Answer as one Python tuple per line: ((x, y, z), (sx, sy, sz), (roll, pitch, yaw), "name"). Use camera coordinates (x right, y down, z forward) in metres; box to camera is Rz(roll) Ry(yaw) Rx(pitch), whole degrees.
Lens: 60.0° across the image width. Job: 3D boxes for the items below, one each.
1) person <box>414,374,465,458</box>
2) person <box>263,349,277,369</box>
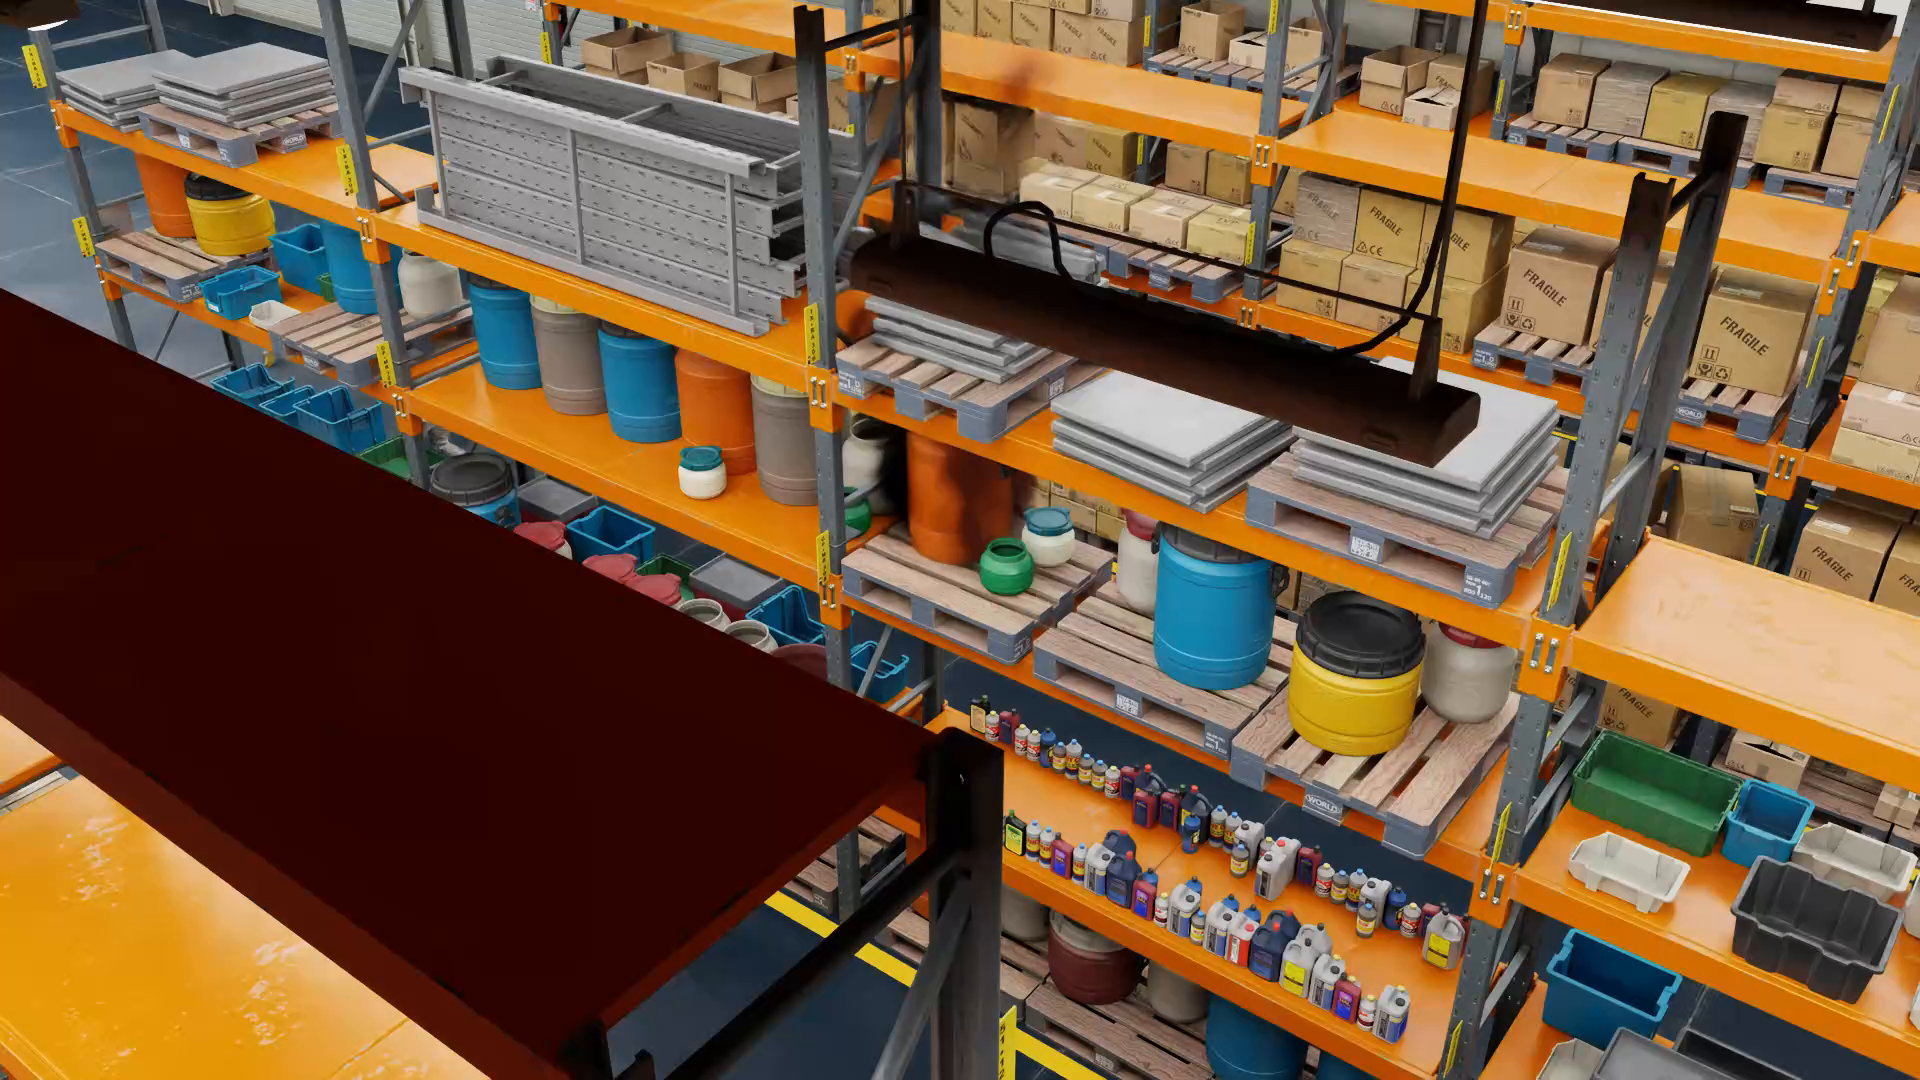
((-4.965, -1.184, 15.445), (0.971, 1.763, 0.685), (11, 33, 18), "person")
((-7.571, -2.757, 18.111), (0.741, 1.816, 0.668), (-12, 33, -19), "person")
